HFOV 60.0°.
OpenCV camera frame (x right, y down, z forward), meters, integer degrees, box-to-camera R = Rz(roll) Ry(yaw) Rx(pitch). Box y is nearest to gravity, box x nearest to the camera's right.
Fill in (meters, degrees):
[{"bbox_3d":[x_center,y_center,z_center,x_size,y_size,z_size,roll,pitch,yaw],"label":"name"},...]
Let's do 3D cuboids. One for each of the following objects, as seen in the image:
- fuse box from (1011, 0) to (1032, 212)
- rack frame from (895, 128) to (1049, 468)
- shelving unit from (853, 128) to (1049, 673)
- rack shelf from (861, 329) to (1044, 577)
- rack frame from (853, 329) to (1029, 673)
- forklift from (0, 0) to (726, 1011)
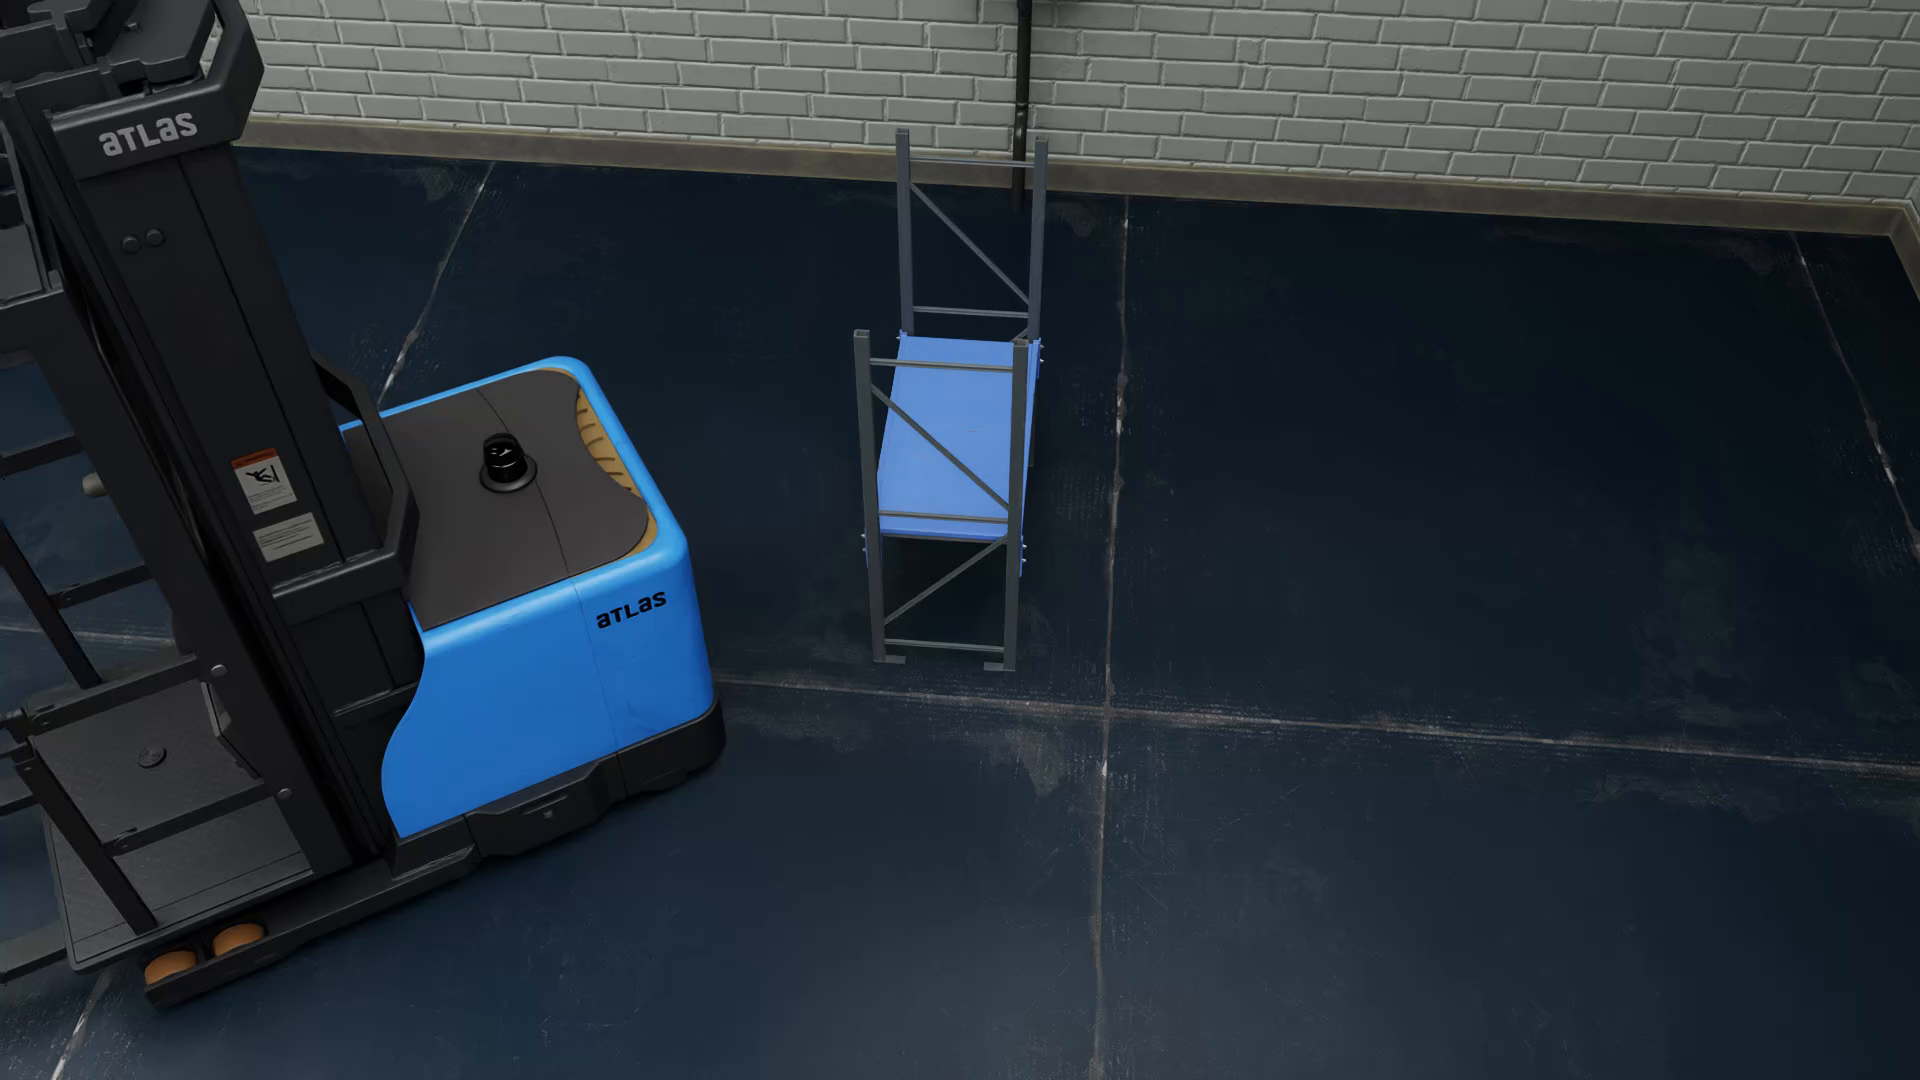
[{"bbox_3d":[0.289,-2.080,6.993,0.539,1.711,0.414,4,48,4],"label":"fuse box"},{"bbox_3d":[0.039,-0.817,5.981,0.500,1.500,0.032,4,48,4],"label":"rack frame"},{"bbox_3d":[-0.008,-0.443,5.639,0.538,1.500,1.048,4,48,4],"label":"shelving unit"},{"bbox_3d":[-0.008,-0.322,5.772,0.538,0.185,1.000,4,48,4],"label":"rack shelf"},{"bbox_3d":[-0.054,-0.070,5.298,0.500,1.500,0.032,4,48,4],"label":"rack frame"},{"bbox_3d":[-2.324,-0.054,4.313,3.031,2.935,1.130,-21,51,-19],"label":"forklift"}]
